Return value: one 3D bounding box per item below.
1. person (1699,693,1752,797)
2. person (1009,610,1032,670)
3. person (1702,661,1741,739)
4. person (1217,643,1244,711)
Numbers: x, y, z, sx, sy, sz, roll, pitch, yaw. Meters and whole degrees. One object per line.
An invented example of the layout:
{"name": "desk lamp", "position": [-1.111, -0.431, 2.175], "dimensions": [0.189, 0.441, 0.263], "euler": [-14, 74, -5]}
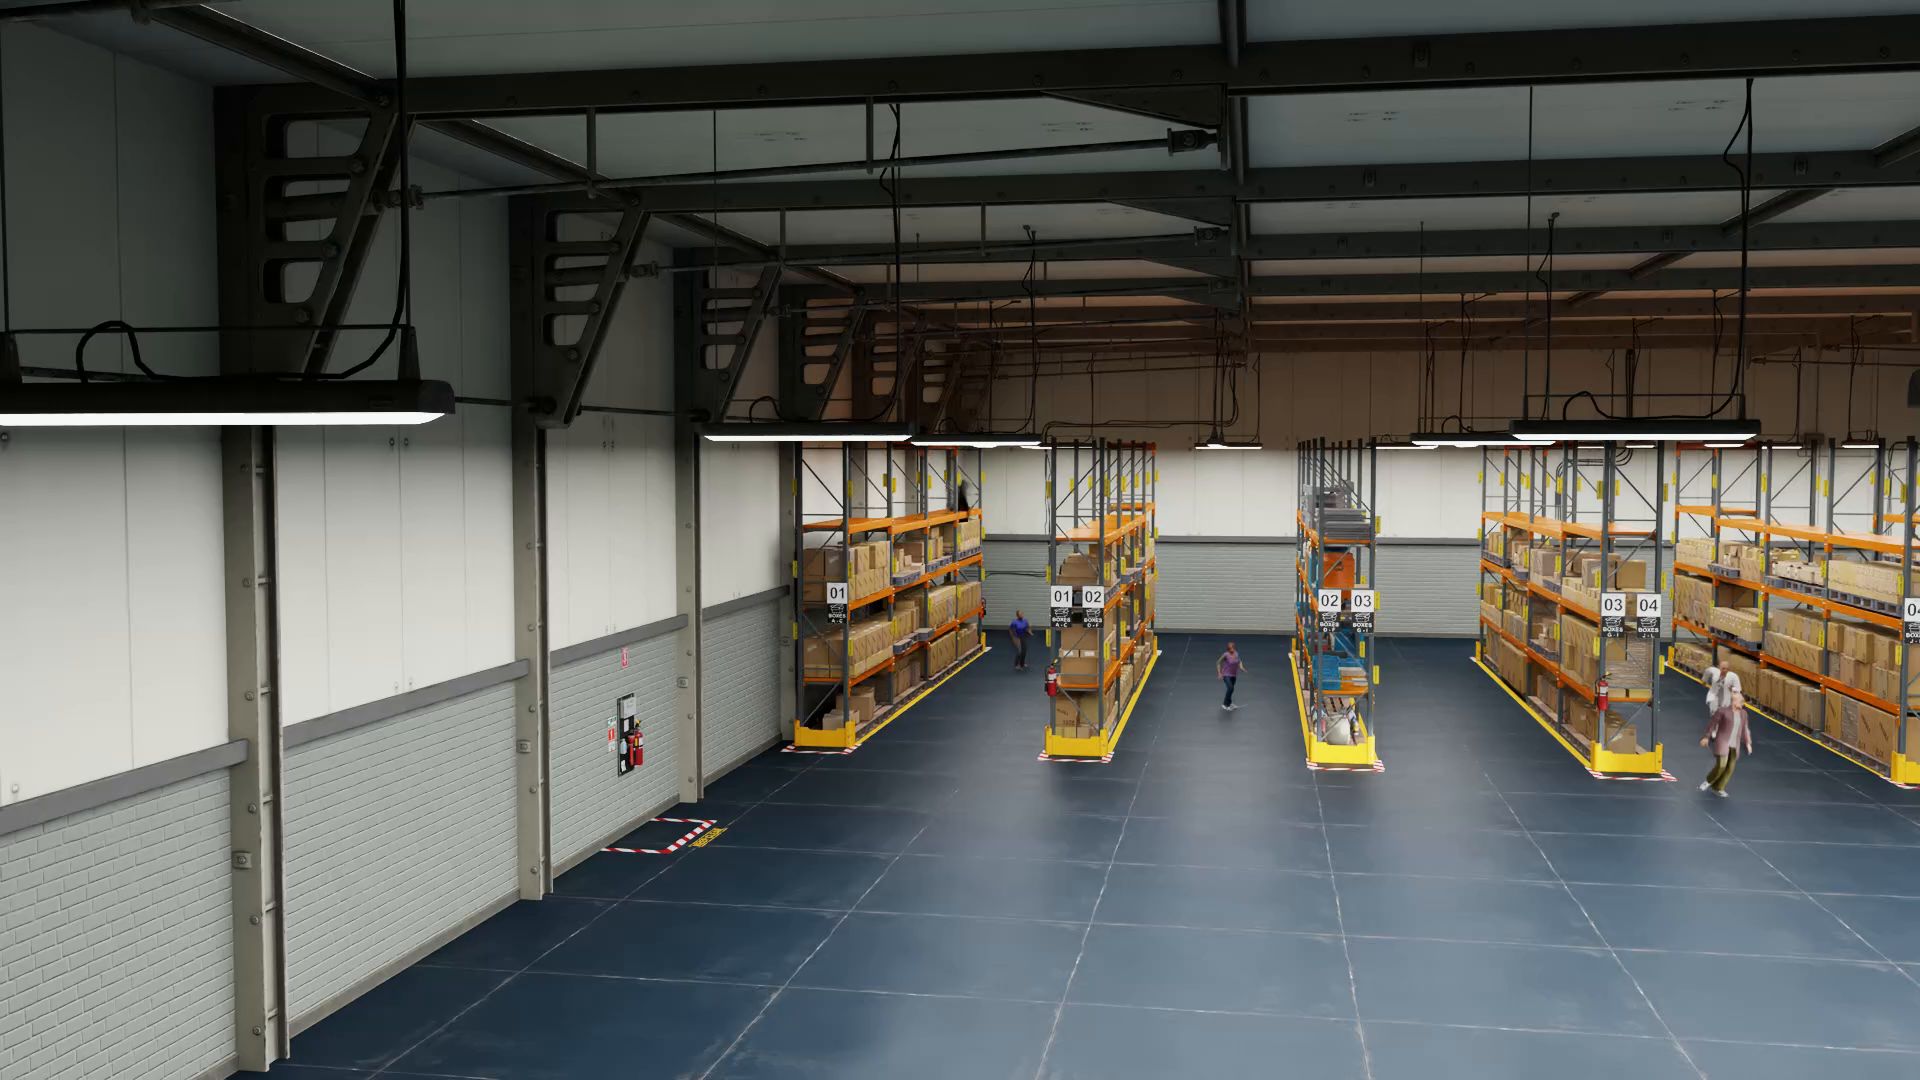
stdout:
{"name": "person", "position": [12.717, 3.401, 27.648], "dimensions": [0.738, 1.763, 0.565], "euler": [-1, 3, -13]}
{"name": "person", "position": [1.618, 2.635, 43.854], "dimensions": [0.617, 1.600, 0.763], "euler": [-2, 3, -30]}
{"name": "person", "position": [15.177, 3.152, 33.148], "dimensions": [0.671, 1.561, 1.207], "euler": [1, 3, 19]}
{"name": "person", "position": [6.018, 3.037, 36.903], "dimensions": [0.572, 1.555, 0.767], "euler": [-2, 4, -31]}
